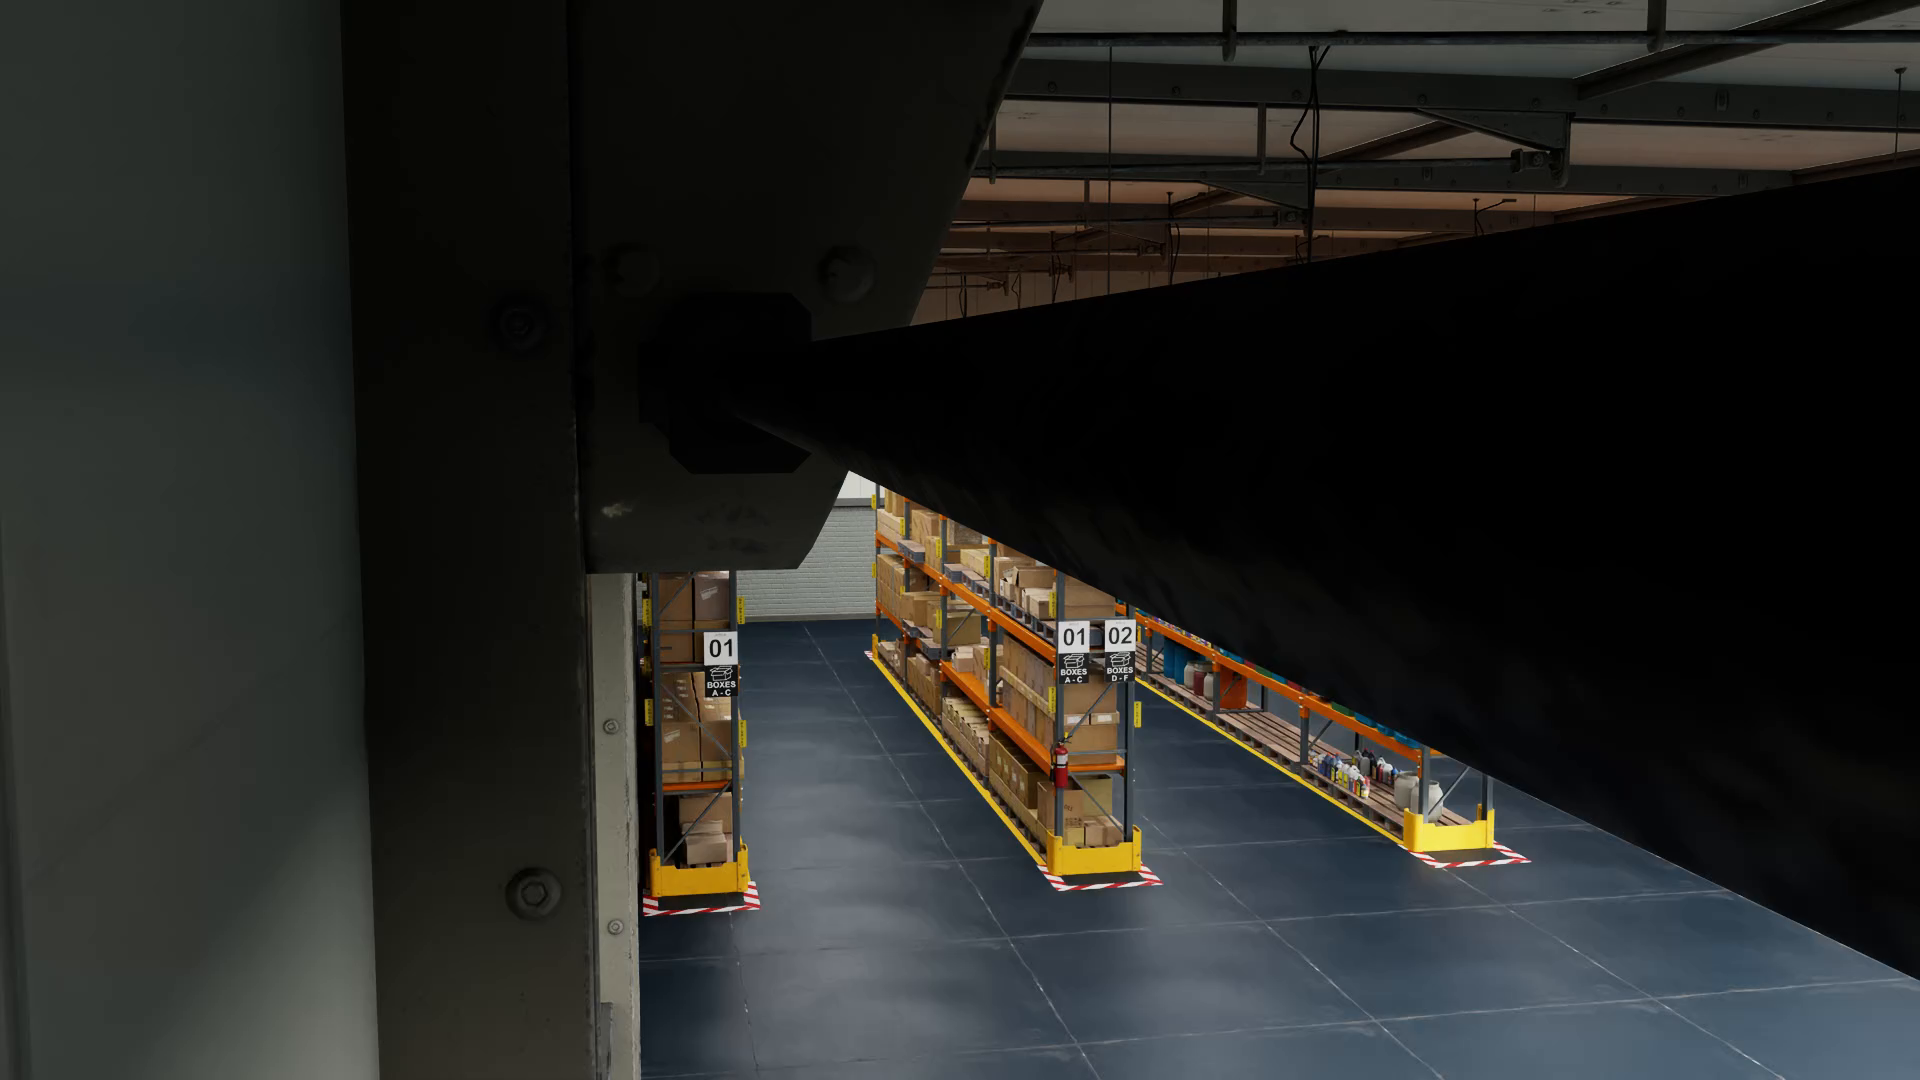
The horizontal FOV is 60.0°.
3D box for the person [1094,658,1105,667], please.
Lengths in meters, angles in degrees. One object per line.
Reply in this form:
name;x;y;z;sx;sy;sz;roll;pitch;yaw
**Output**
person;2.817;2.319;31.269;0.583;1.605;0.759;0;6;2
